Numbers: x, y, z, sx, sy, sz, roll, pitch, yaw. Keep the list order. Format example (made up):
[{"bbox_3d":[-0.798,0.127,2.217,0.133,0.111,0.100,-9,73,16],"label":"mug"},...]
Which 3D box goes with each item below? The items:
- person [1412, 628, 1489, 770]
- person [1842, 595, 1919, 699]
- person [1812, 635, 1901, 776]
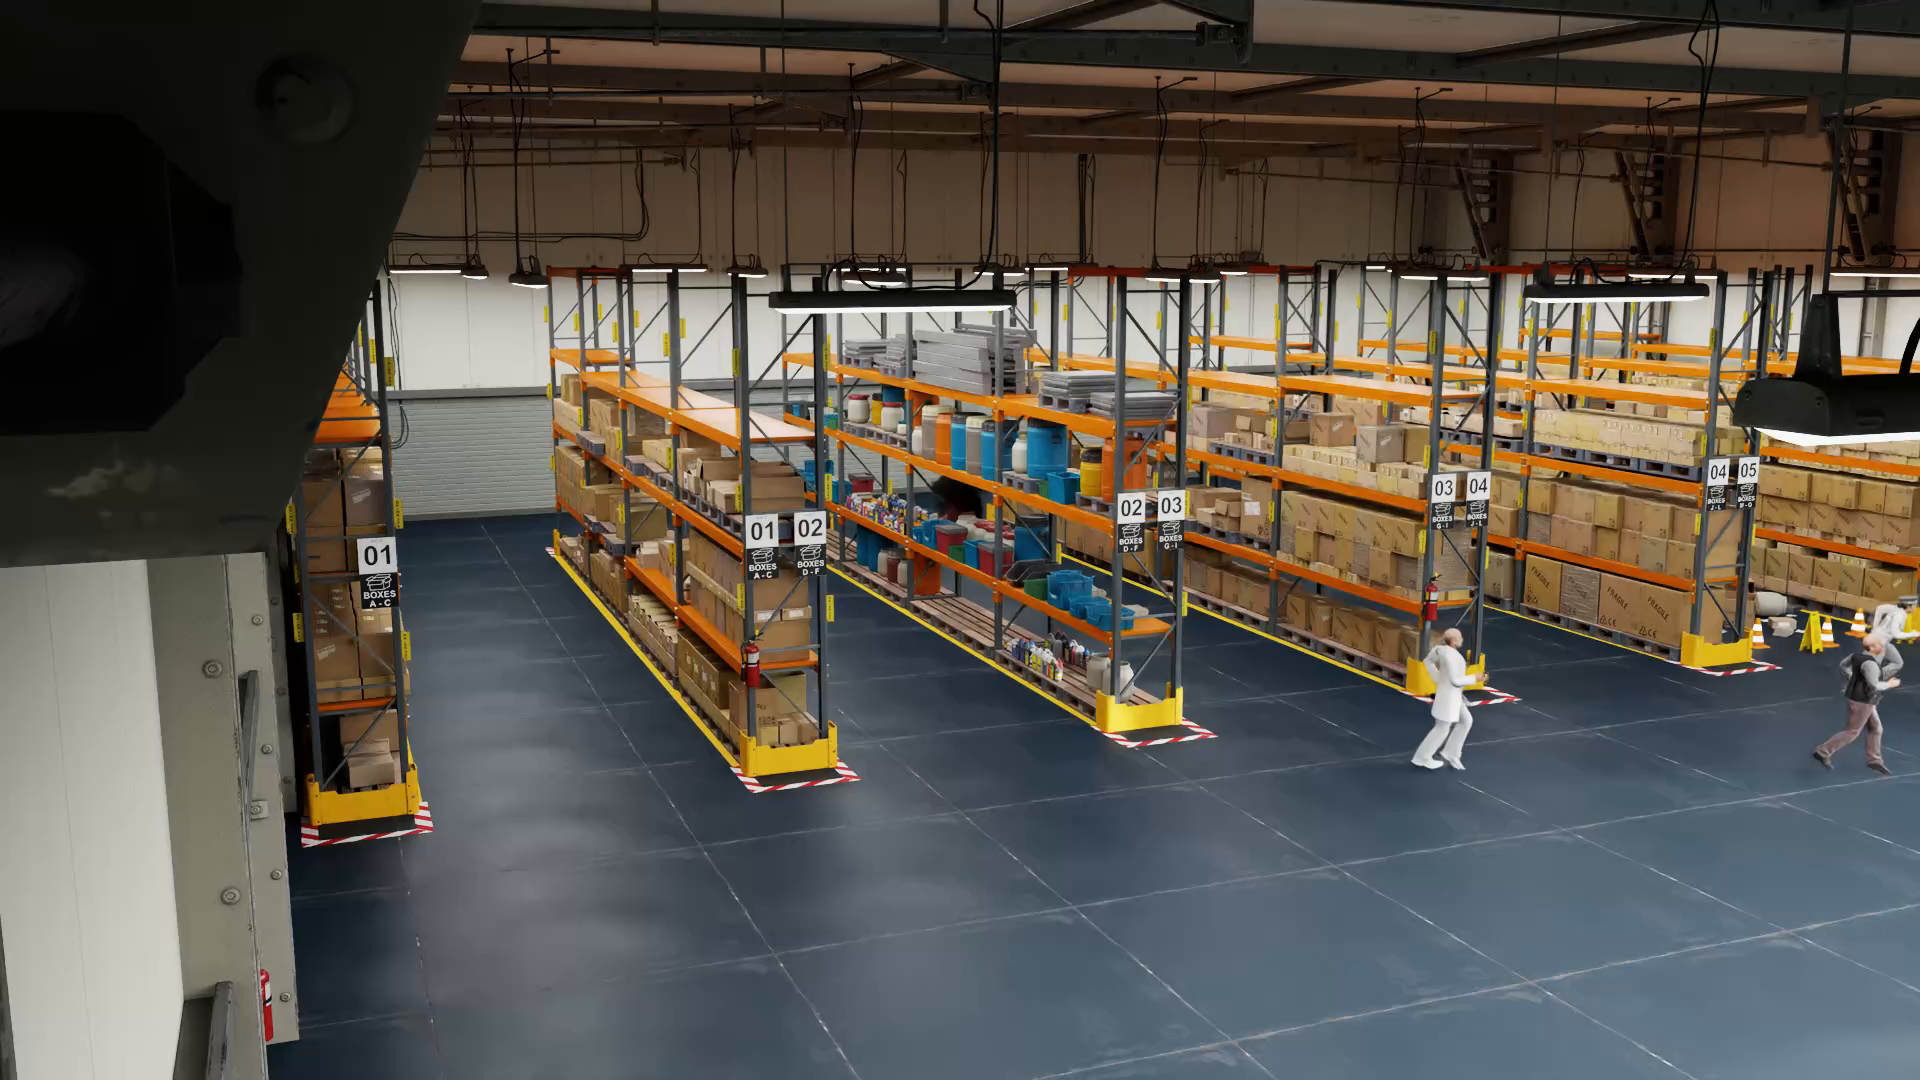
[{"bbox_3d":[5.987,1.968,20.308,0.854,1.823,0.654,2,10,11],"label":"person"},{"bbox_3d":[13.081,1.505,23.586,0.916,1.539,0.643,5,11,26],"label":"person"},{"bbox_3d":[10.901,2.003,20.203,0.954,1.754,0.656,3,10,15],"label":"person"}]
